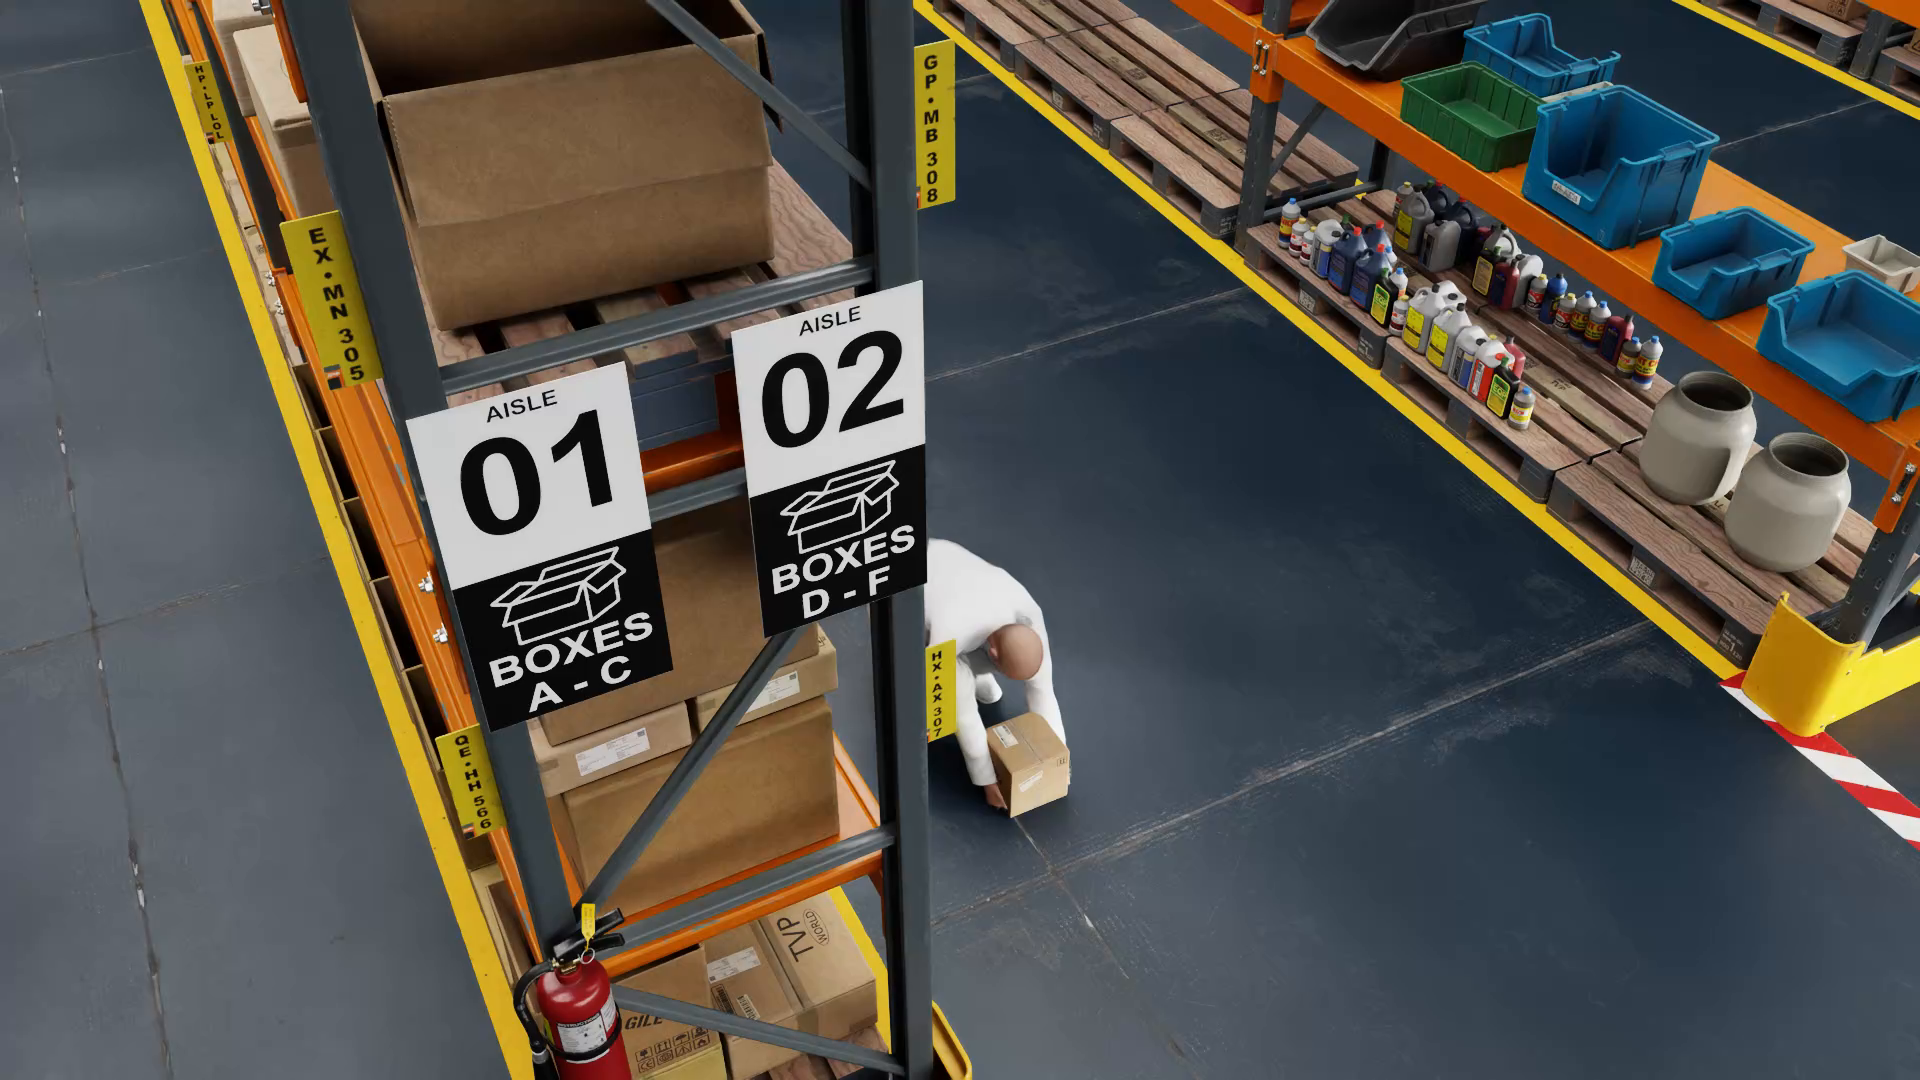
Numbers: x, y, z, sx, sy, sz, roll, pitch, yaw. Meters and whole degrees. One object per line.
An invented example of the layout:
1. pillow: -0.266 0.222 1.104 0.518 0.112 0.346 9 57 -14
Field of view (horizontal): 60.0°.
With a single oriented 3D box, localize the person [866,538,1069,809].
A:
1. person: 0.012 0.463 6.440 0.577 0.796 1.021 -20 44 -21
